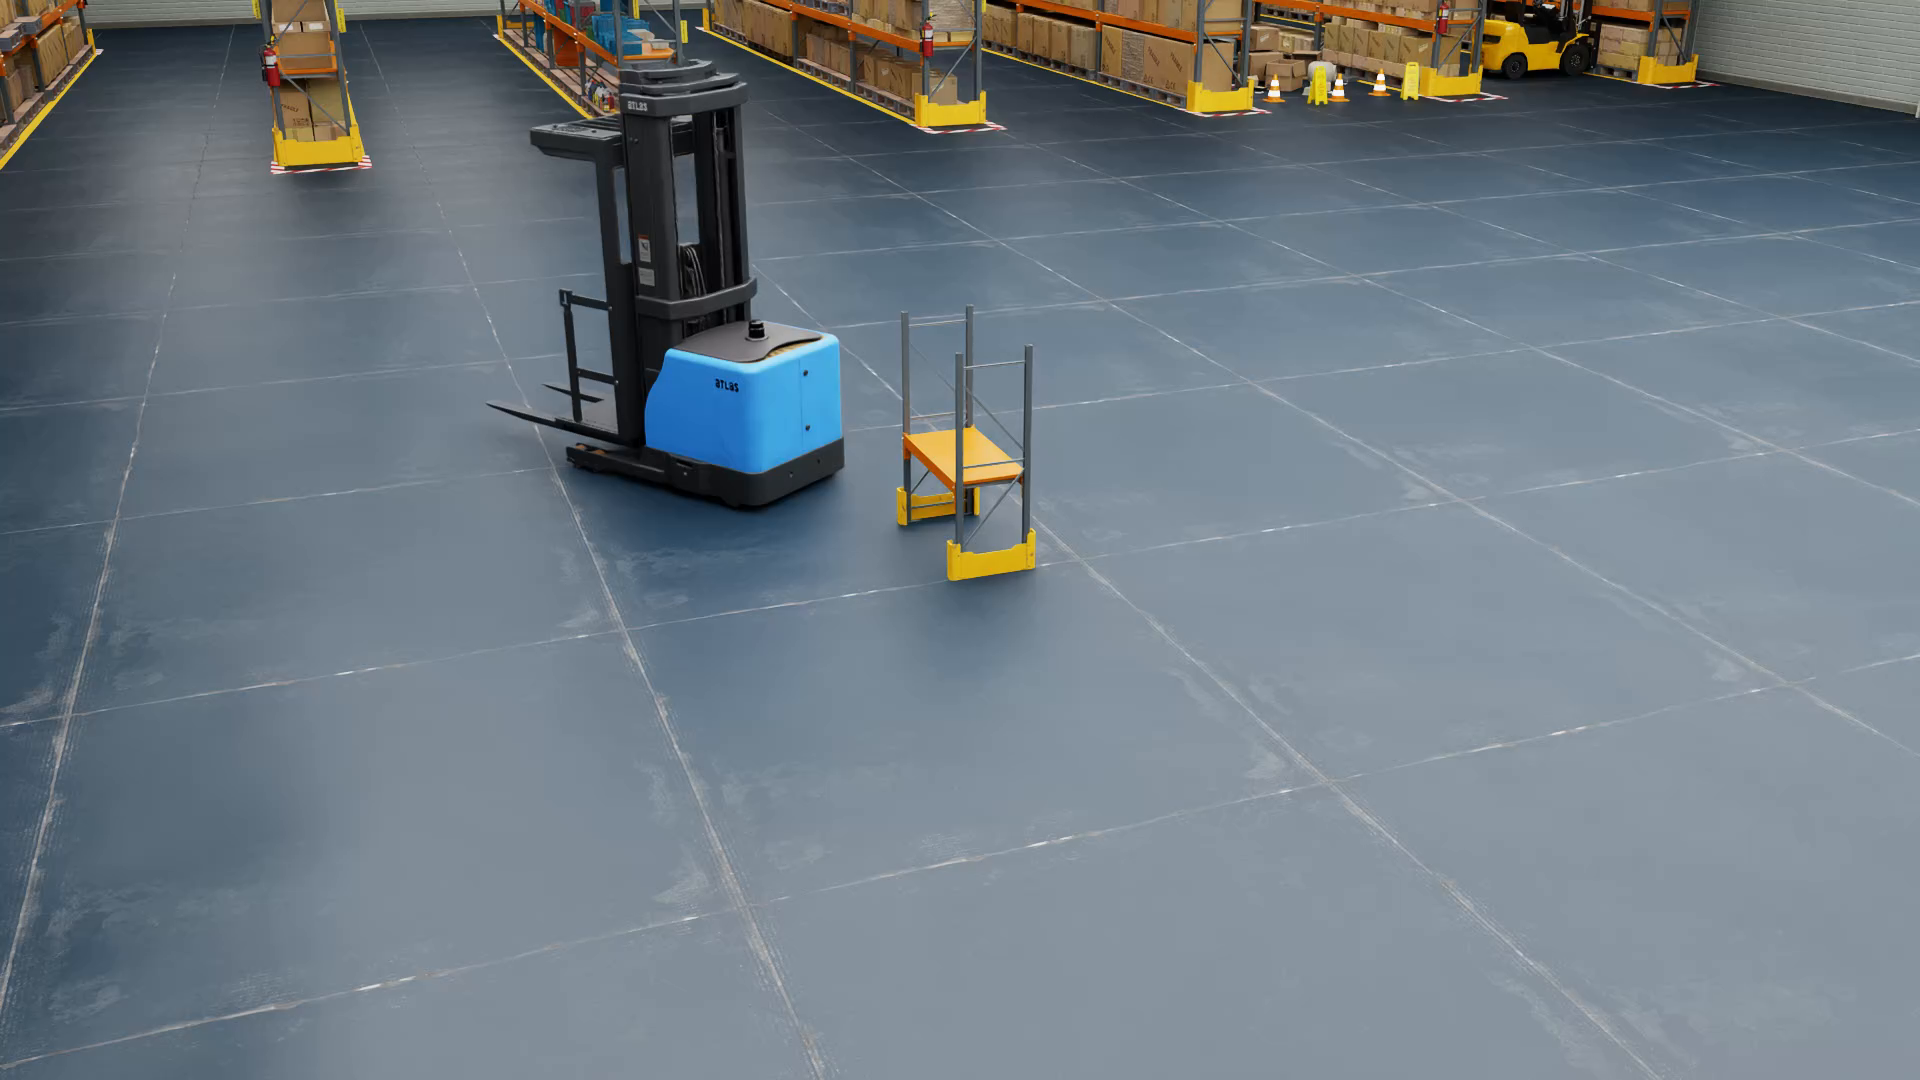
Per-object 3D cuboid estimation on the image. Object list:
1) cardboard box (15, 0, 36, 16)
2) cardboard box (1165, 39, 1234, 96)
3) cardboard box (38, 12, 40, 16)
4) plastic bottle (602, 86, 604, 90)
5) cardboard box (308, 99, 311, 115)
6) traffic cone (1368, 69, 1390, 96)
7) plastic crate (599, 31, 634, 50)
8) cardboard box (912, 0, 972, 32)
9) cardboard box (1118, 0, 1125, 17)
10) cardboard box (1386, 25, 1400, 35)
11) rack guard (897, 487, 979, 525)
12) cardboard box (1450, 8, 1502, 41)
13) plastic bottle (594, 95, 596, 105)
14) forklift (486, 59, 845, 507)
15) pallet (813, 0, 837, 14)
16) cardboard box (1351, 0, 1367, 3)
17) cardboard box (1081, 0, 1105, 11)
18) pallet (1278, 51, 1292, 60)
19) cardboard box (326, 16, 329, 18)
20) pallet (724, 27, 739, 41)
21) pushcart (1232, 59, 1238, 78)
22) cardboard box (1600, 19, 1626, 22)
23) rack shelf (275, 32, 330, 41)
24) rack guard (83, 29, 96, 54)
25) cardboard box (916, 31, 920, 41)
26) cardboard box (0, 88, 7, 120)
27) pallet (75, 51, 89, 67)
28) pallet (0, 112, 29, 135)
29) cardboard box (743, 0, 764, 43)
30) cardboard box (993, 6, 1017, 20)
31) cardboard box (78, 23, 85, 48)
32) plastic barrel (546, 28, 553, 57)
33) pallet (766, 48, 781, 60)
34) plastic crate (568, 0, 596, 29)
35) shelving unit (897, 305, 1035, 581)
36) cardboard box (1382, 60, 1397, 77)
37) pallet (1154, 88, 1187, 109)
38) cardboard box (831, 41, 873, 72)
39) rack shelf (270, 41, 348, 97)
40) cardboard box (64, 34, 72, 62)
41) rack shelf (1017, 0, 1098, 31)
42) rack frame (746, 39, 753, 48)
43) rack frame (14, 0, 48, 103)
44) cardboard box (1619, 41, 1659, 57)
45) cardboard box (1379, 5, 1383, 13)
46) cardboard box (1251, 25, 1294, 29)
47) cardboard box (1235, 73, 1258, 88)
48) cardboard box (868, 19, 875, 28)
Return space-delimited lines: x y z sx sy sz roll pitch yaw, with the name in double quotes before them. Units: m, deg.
"cardboard box" -16.793 -9.574 29.565 0.500 0.500 0.500 -8 24 -17
"cardboard box" 4.242 -8.397 29.506 0.875 0.875 0.875 -8 24 -19
"cardboard box" -17.312 -9.770 30.867 0.380 0.149 0.250 -8 24 -19
"plastic bottle" -6.118 -7.635 28.448 0.097 0.271 0.097 0 23 0
"cardboard box" -10.934 -7.114 27.265 0.500 0.250 0.500 -8 24 -19
"traffic cone" 7.780 -8.472 30.754 0.336 0.463 0.334 -8 24 -19
"plastic crate" -5.447 -7.931 26.397 0.499 0.251 0.408 -8 24 -19
"cardboard box" -0.301 -8.689 27.491 0.875 0.500 0.500 -8 24 -19
"cardboard box" 3.487 -10.139 31.250 0.875 0.550 0.550 -8 24 -19
"cardboard box" 8.333 -9.704 31.610 0.380 0.149 0.250 -8 24 -18
"rack guard" -0.149 -0.268 11.565 0.587 0.250 0.087 -8 24 -19
"cardboard box" 11.638 -11.640 37.523 0.875 0.625 0.625 -9 25 -21
"plastic bottle" -6.138 -7.464 28.133 0.097 0.201 0.097 0 23 0
"forklift" -2.358 -2.010 12.245 3.031 2.935 1.130 15 27 32
"pallet" -2.221 -10.407 32.325 1.003 0.211 1.213 -8 24 -19
"cardboard box" 7.984 -10.736 32.350 0.500 0.500 0.500 -9 24 -19
"cardboard box" 2.696 -10.598 32.404 0.500 0.500 0.500 -8 24 -19
"pallet" 7.014 -10.557 36.025 1.003 0.211 1.213 -8 24 -19
"cardboard box" -9.521 -7.647 24.568 0.380 0.149 0.250 -8 24 -19
"pallet" -5.002 -12.108 39.706 1.003 0.211 1.213 -8 24 -19
"pushcart" 5.610 -9.576 33.483 1.648 0.377 0.936 -18 29 -37
"cardboard box" 13.267 -10.483 33.972 0.500 0.250 0.500 -9 24 -20
"rack shelf" -11.521 -8.793 29.175 1.077 0.370 4.000 -8 24 -19
"rack guard" -19.695 -10.933 36.547 1.175 0.500 0.348 -8 24 -19
"cardboard box" -0.514 -8.352 27.528 0.380 0.149 0.250 -8 24 -19
"cardboard box" -15.723 -7.032 26.725 0.700 0.500 0.500 -7 24 -17
"pallet" -18.904 -10.069 34.868 1.003 0.211 1.213 -8 24 -19
"pallet" -15.724 -6.714 26.908 1.003 0.211 1.213 -8 24 -19
"cardboard box" -4.127 -11.647 37.216 1.225 0.875 0.875 -8 24 -19
"cardboard box" 1.042 -11.634 36.703 0.500 0.250 0.500 -8 24 -18
"cardboard box" -19.346 -10.878 35.874 0.700 0.500 0.500 -8 24 -19
"plastic barrel" -8.180 -10.197 34.146 0.600 0.588 0.708 -8 24 -19
"pallet" -3.594 -10.663 36.277 1.003 0.211 1.213 -8 24 -19
"plastic crate" -6.637 -9.239 29.226 0.402 0.464 0.583 -8 24 -19
"shelving unit" 0.027 -0.663 10.893 0.587 1.500 1.083 -8 24 -19
"cardboard box" 8.426 -9.034 31.822 0.500 0.250 0.500 -8 24 -19
"pallet" 4.188 -7.940 29.818 1.003 0.211 1.213 -8 24 -19
"cardboard box" -2.091 -9.411 32.369 0.700 0.500 0.500 -11 25 -24
"rack shelf" -10.108 -7.339 25.727 1.077 0.370 4.000 -8 24 -19
"cardboard box" -18.442 -9.951 33.674 0.700 0.500 0.500 -8 24 -18
"rack shelf" 2.424 -10.794 33.924 1.077 0.370 4.000 -8 24 -19
"rack frame" -4.372 -12.662 37.430 1.000 3.000 0.127 -8 24 -19
"rack frame" -16.861 -9.170 29.144 1.000 3.000 0.127 -8 24 -19
"cardboard box" 13.316 -9.635 32.603 0.500 0.250 0.500 -9 24 -20
"cardboard box" 8.284 -10.210 31.936 0.380 0.149 0.250 -8 24 -19
"cardboard box" 6.771 -11.077 36.512 0.950 0.372 0.625 -9 24 -20
"cardboard box" 5.460 -8.767 31.709 0.396 0.266 0.258 -4 23 -10
"cardboard box" -1.414 -9.154 29.431 0.380 0.149 0.250 -8 24 -19
